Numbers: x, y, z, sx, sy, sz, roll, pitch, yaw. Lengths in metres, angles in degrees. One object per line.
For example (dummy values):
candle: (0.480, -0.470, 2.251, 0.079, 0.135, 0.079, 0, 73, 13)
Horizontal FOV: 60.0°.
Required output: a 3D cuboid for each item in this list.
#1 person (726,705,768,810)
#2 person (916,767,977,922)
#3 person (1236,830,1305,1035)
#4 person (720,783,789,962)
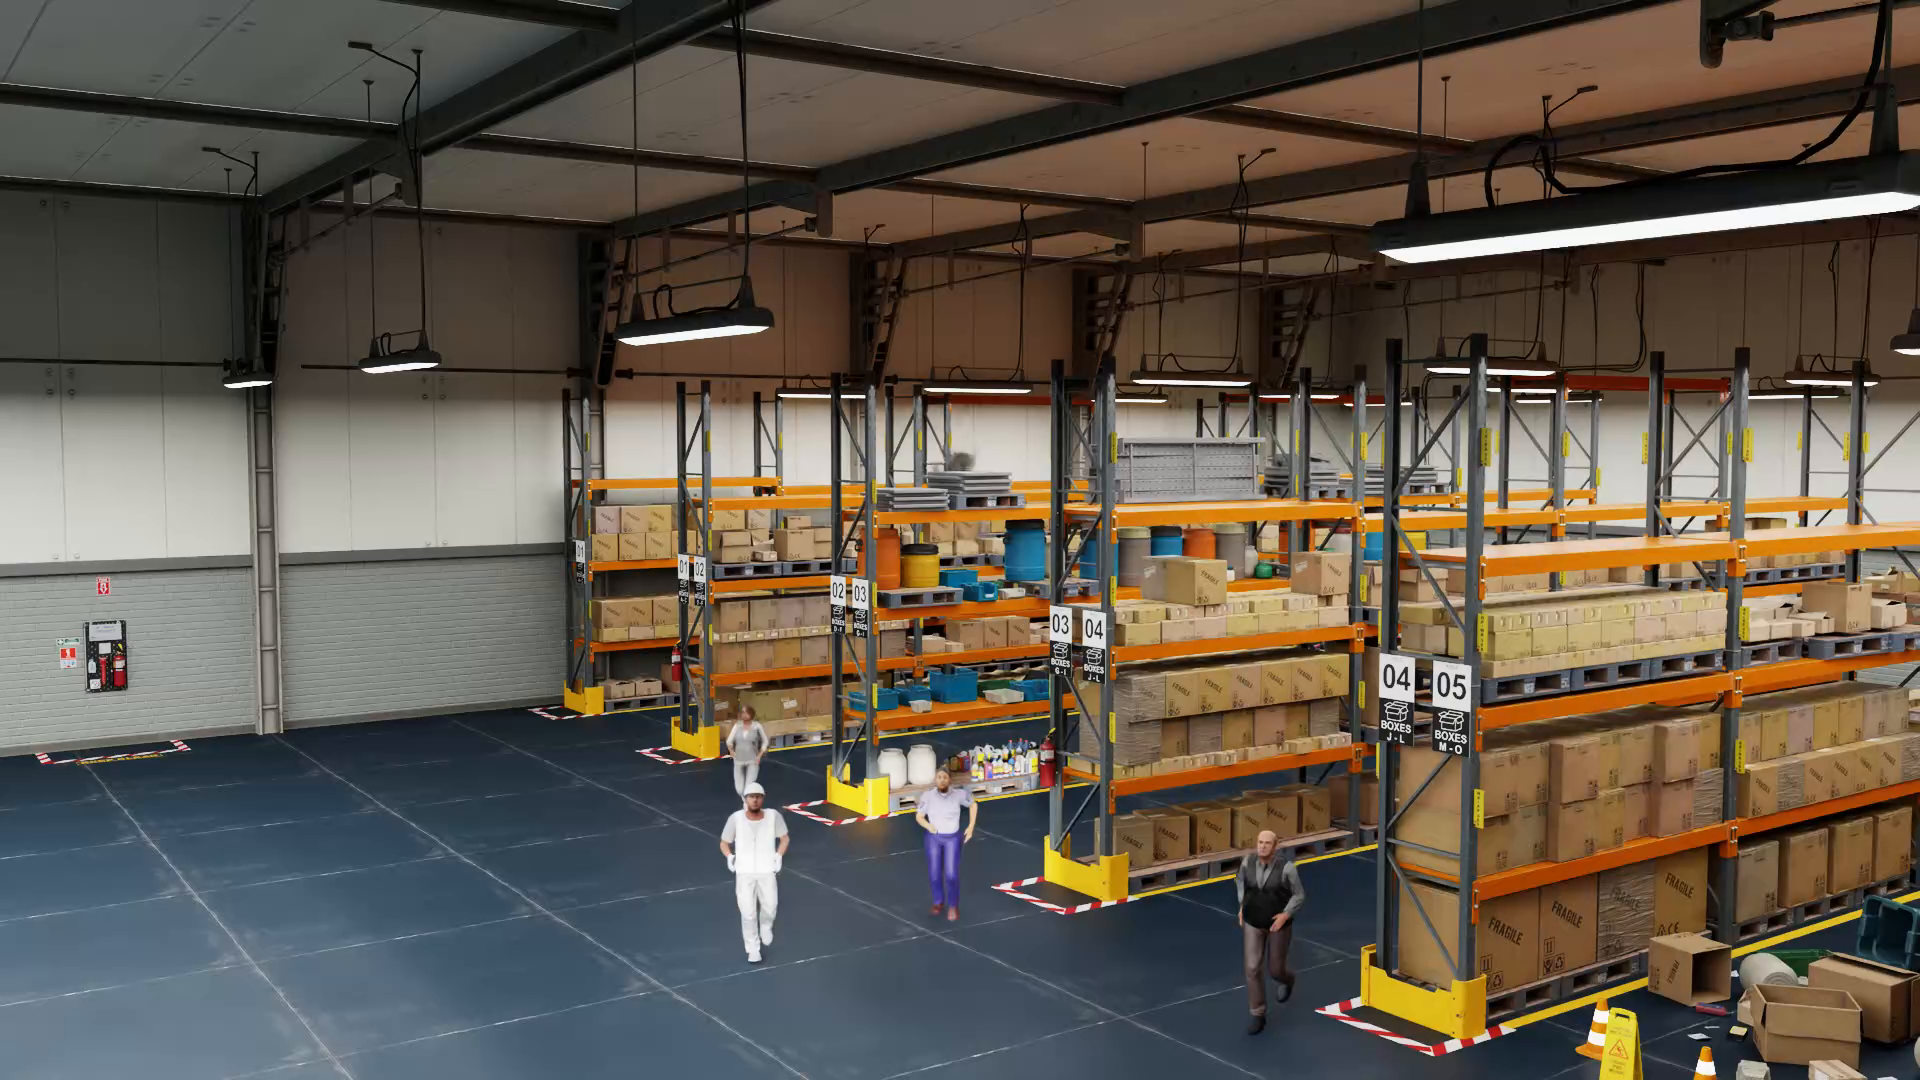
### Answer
person: (-2.831, 2.972, 22.058, 0.555, 1.586, 0.682, 0, 4, 8)
person: (-0.154, 3.236, 17.629, 0.632, 1.679, 0.685, 0, 4, 5)
person: (2.701, 3.383, 14.637, 0.606, 1.715, 0.869, 2, 4, 25)
person: (-2.013, 3.247, 16.331, 0.679, 1.733, 0.621, -1, 4, -8)
